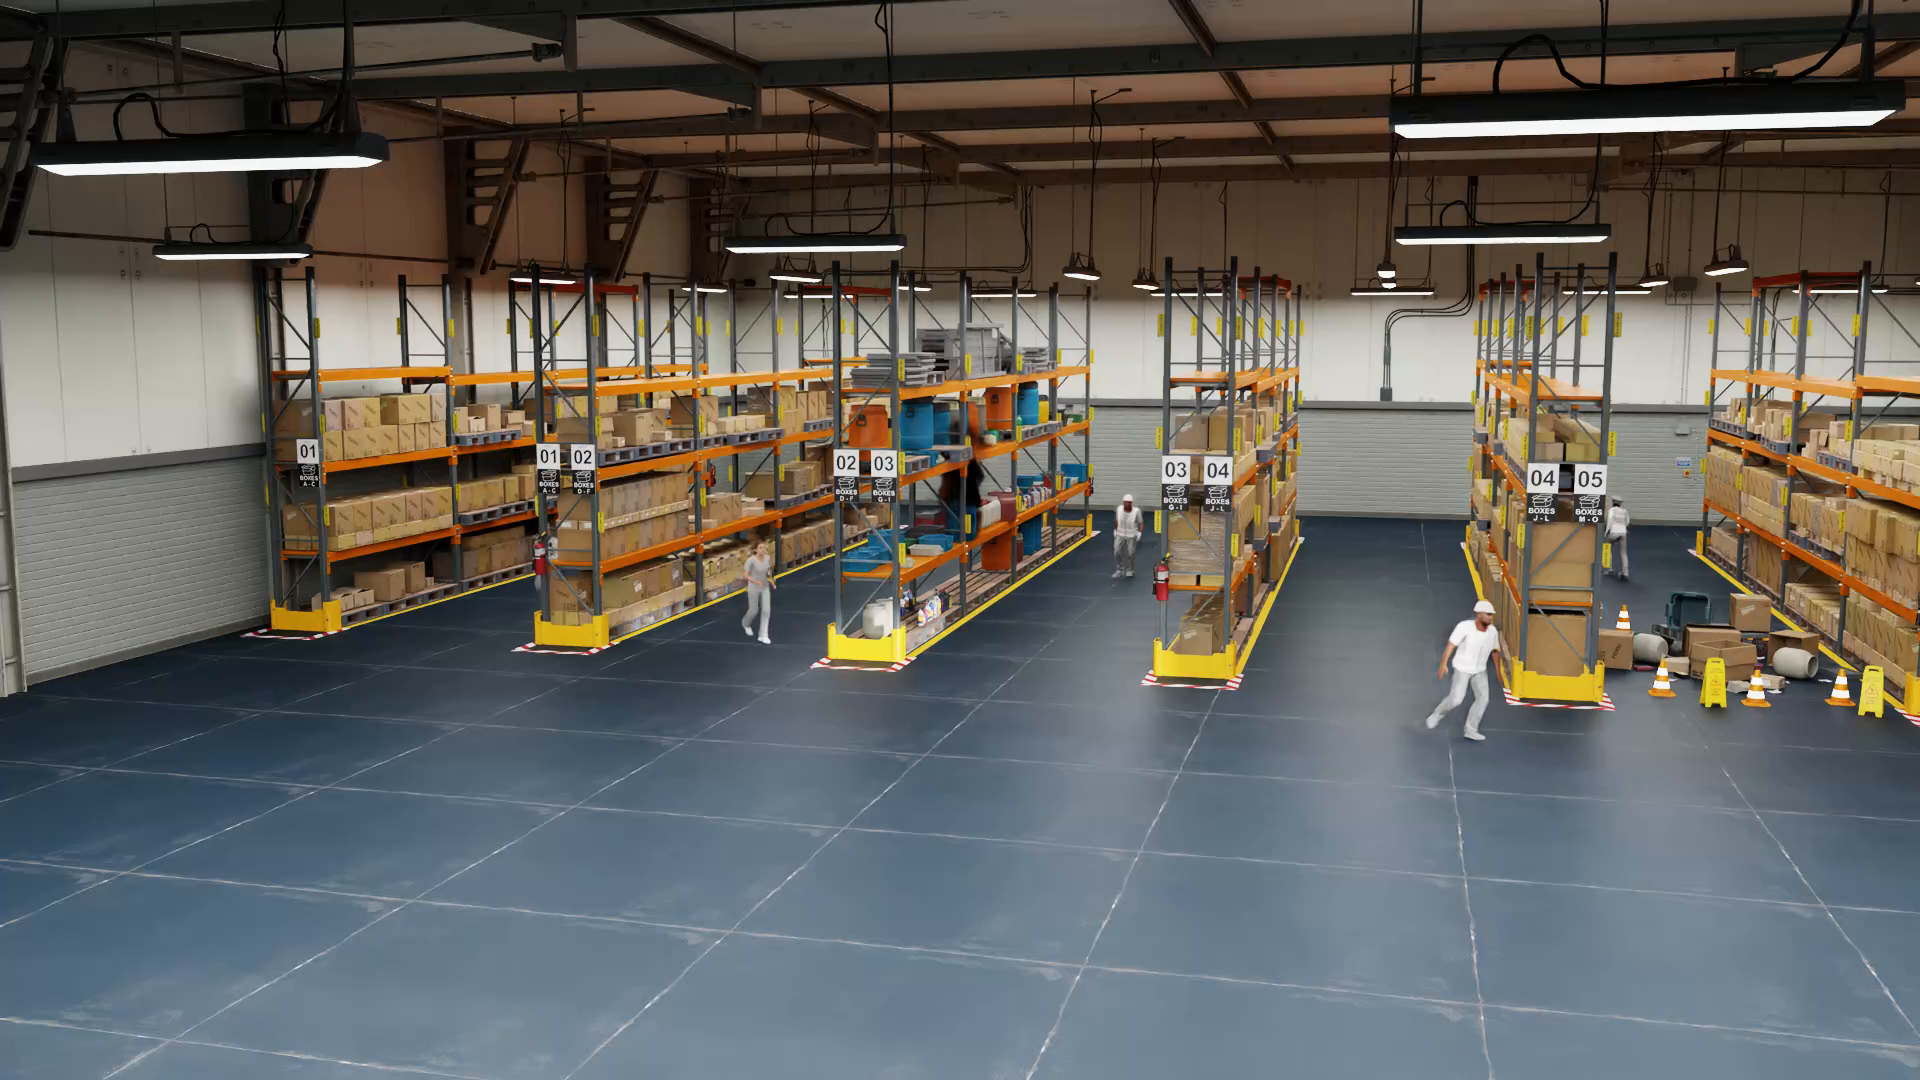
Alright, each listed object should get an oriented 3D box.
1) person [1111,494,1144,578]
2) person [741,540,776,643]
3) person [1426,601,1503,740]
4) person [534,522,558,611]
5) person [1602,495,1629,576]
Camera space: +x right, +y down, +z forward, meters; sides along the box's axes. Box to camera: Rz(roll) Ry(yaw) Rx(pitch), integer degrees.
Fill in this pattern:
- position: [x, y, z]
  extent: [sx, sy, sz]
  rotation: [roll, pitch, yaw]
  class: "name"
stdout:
- position: [3.362, -0.081, 33.270]
  extent: [0.666, 1.714, 0.790]
  rotation: [2, 8, 17]
  class: "person"
- position: [-3.245, 0.791, 26.449]
  extent: [0.552, 1.632, 0.872]
  rotation: [-4, 8, -30]
  class: "person"
- position: [6.199, 1.570, 20.439]
  extent: [0.773, 1.708, 0.757]
  rotation: [-3, 8, -19]
  class: "person"
- position: [-7.238, 0.499, 29.135]
  extent: [0.560, 1.697, 0.803]
  rotation: [0, 7, 1]
  class: "person"
- position: [13.300, -0.061, 33.665]
  extent: [0.594, 1.640, 0.932]
  rotation: [0, 7, 0]
  class: "person"
